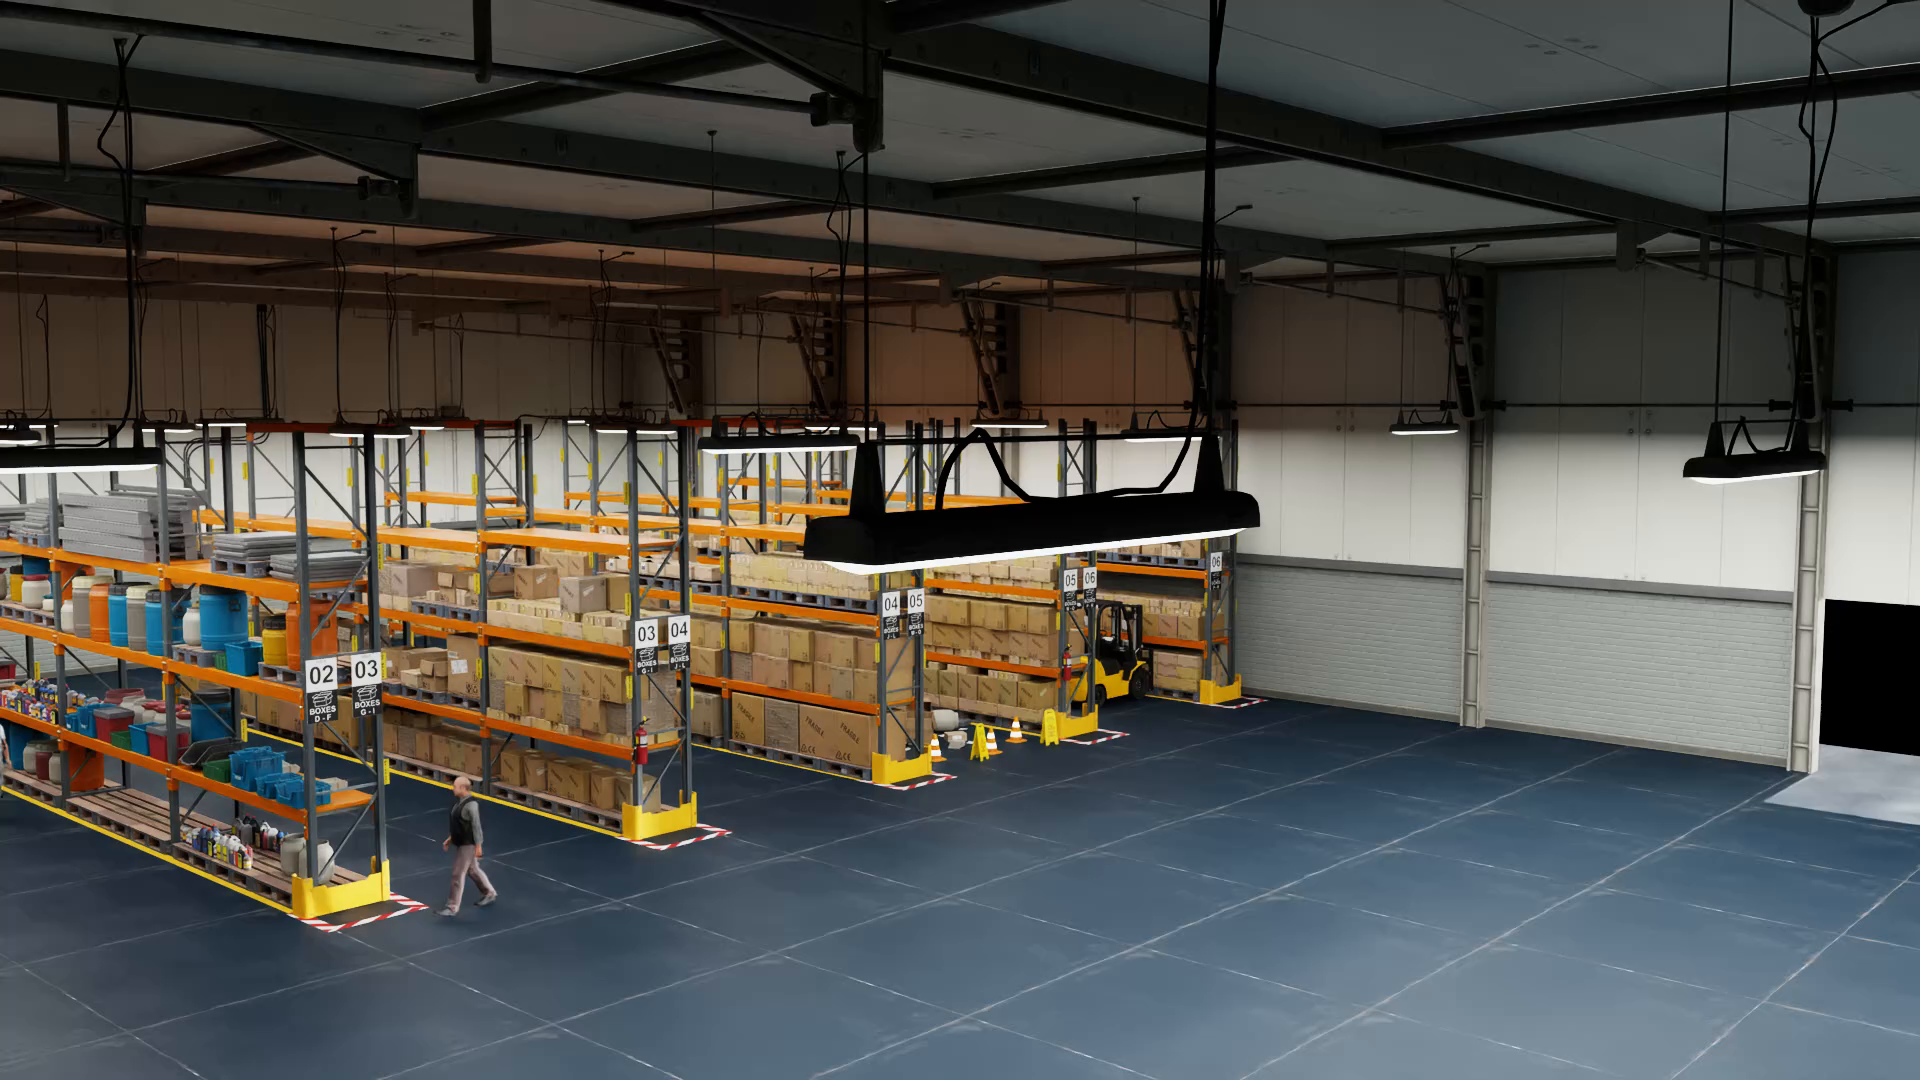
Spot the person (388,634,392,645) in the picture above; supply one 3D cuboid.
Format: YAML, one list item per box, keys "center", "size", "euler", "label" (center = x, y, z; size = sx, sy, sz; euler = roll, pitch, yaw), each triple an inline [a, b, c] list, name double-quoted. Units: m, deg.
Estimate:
- center: [-11.554, 2.736, 33.634]
  size: [0.511, 1.661, 0.462]
  euler: [-2, 5, -23]
  label: "person"

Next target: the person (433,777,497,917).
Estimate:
- center: [-6.204, 3.796, 20.743]
  size: [0.872, 1.700, 0.549]
  euler: [-3, 5, -32]
  label: "person"

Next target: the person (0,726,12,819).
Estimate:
- center: [-14.668, 3.418, 25.191]
  size: [0.673, 1.795, 0.561]
  euler: [4, 6, 38]
  label: "person"
